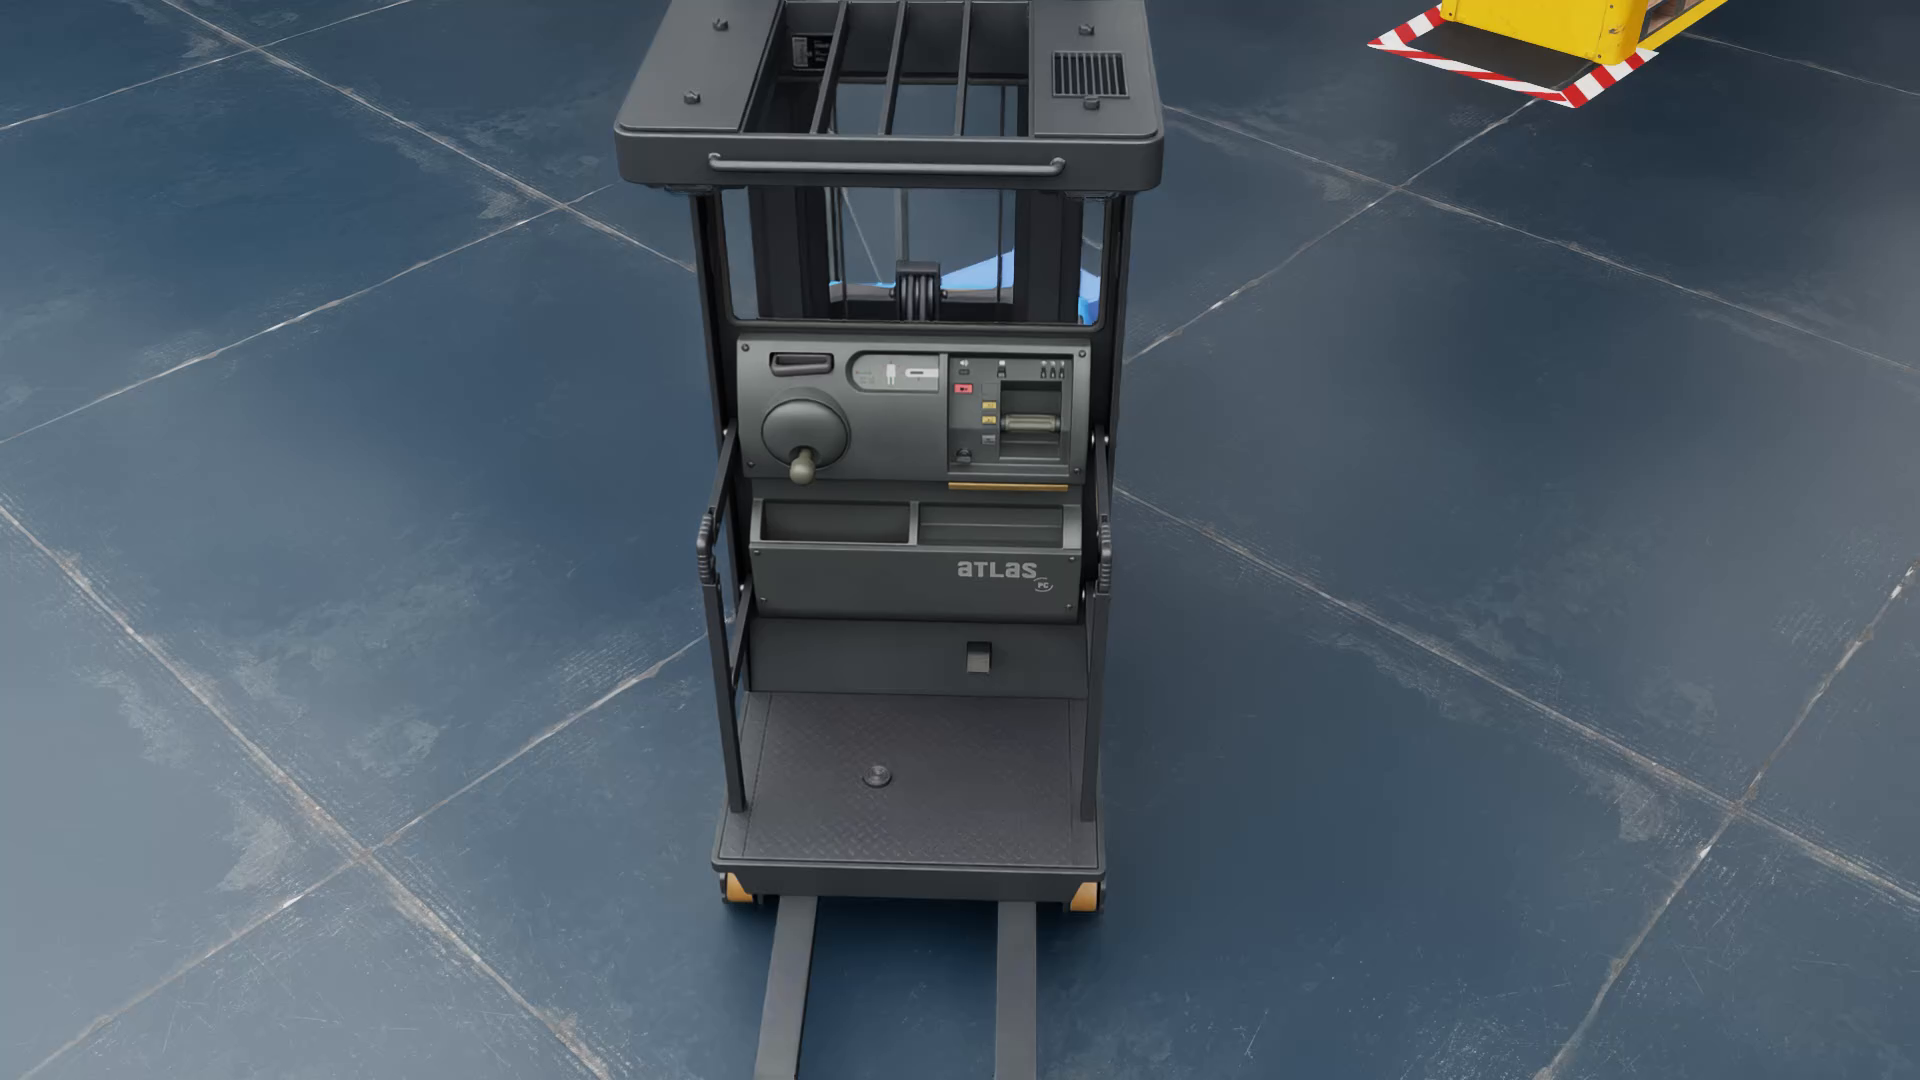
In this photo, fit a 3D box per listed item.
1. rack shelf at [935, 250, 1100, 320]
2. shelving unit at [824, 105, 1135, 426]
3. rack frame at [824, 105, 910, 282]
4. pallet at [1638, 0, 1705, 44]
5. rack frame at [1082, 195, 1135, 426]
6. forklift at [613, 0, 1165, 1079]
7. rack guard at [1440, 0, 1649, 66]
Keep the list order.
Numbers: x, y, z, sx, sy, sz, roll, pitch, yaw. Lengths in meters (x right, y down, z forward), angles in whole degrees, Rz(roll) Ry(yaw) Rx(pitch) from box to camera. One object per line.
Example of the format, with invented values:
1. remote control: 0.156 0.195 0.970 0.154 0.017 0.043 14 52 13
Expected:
1. rack shelf: 0.083 -0.851 6.404 1.000 0.185 0.538 -24 44 -27
2. shelving unit: 0.083 -0.992 6.292 1.048 1.500 0.538 -24 44 -27
3. rack frame: -0.329 -0.806 6.059 0.032 1.500 0.500 -24 44 -27
4. pallet: 4.081 -3.530 10.519 1.003 0.211 1.213 30 47 32
5. rack frame: 0.495 -1.177 6.525 0.032 1.500 0.500 -24 44 -27
6. forklift: -0.128 -0.265 4.228 1.130 2.935 3.031 1 39 2
7. rack guard: 3.506 -3.284 9.979 1.175 0.500 0.348 30 47 32
